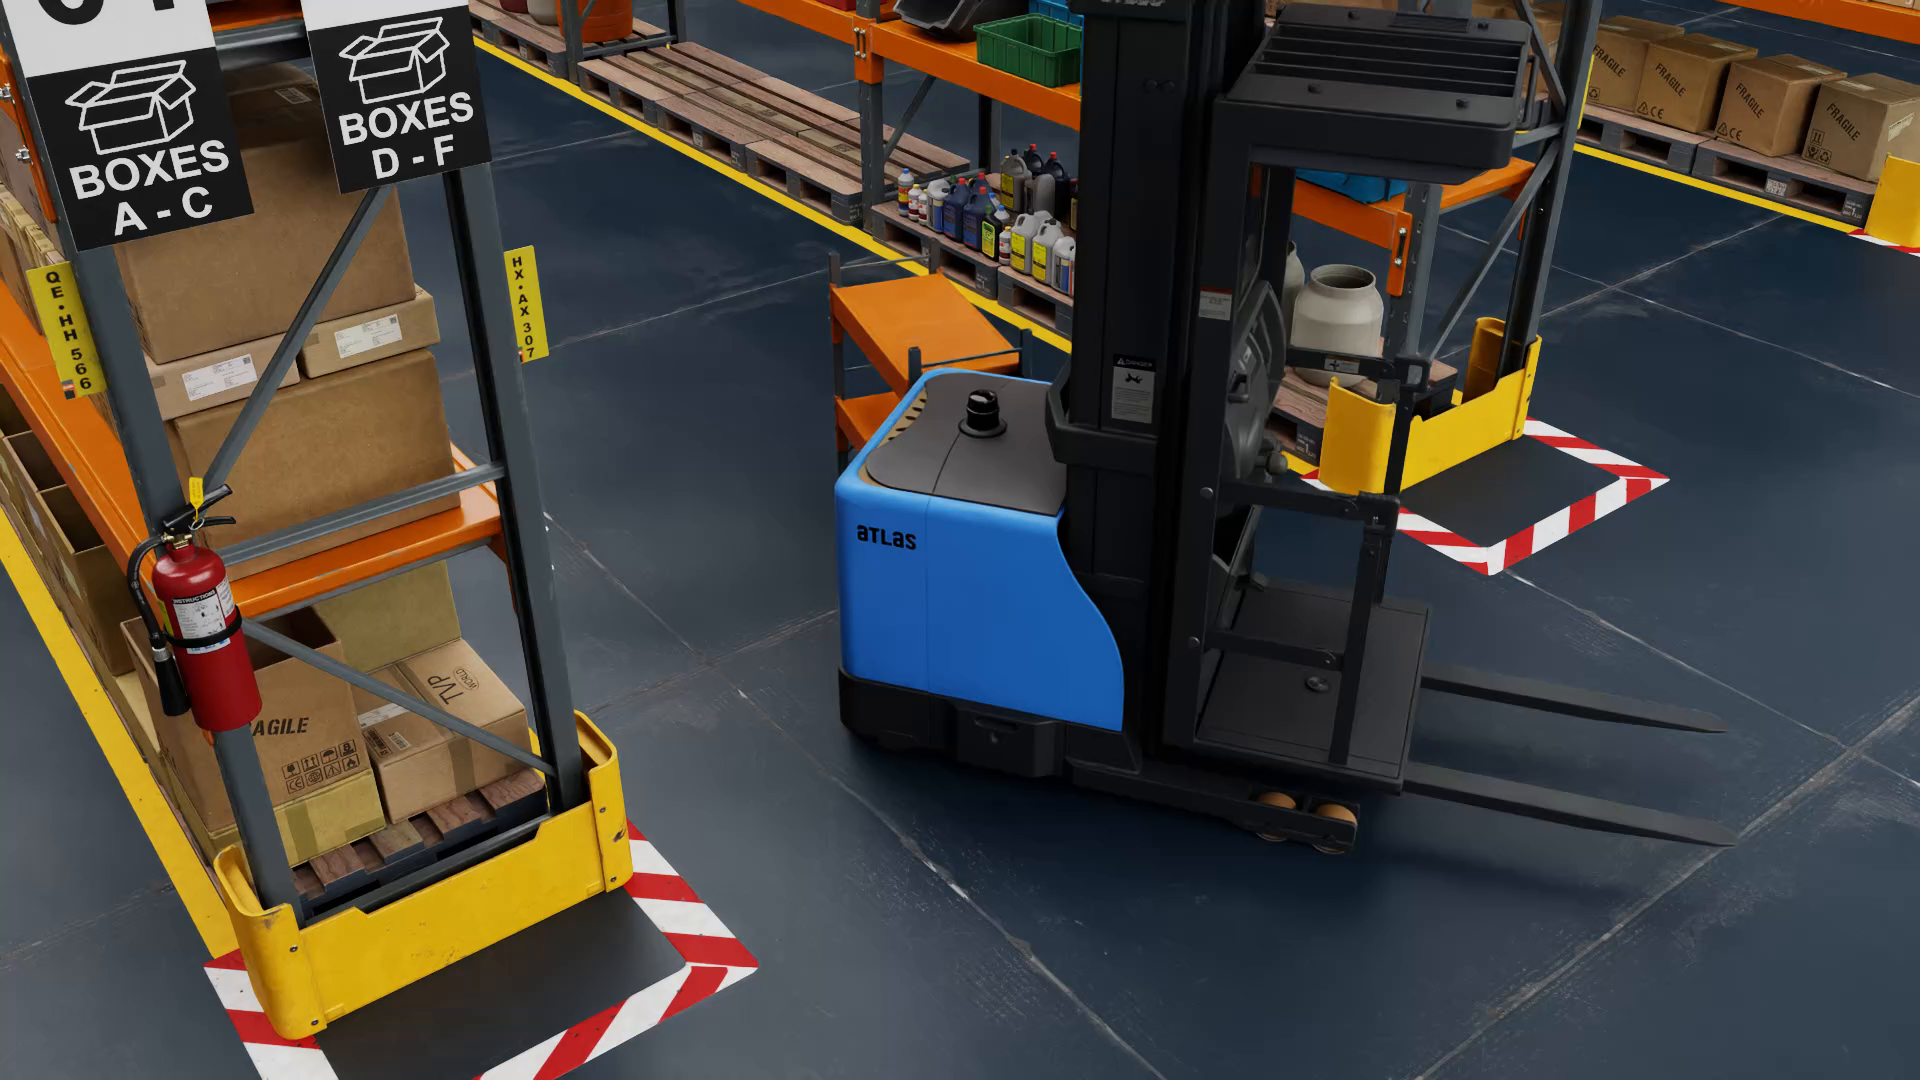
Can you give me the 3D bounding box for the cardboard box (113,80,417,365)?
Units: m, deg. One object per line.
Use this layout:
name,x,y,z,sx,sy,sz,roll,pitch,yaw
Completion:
cardboard box,-1.941,-0.876,4.493,0.700,0.500,0.500,-22,38,-31

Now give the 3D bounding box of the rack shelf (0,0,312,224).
rack shelf,-2.859,-1.864,5.247,1.077,0.370,4.000,-22,38,-31

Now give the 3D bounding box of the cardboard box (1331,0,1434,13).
cardboard box,3.382,-4.320,13.315,0.700,0.500,0.500,-26,40,-35

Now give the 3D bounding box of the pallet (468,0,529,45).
pallet,-3.884,-4.635,14.513,1.003,0.211,1.213,-22,38,-31

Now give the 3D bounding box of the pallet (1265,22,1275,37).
pallet,3.263,-4.072,13.605,1.003,0.211,1.213,-22,38,-31

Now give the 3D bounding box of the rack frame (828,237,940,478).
rack frame,-0.326,-0.789,7.454,0.500,1.125,0.032,-12,34,-18

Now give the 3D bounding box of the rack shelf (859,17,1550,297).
rack shelf,1.056,-2.191,8.616,1.077,0.370,4.000,-22,38,-31

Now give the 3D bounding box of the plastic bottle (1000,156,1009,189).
plastic bottle,0.298,-2.277,10.309,0.097,0.201,0.097,0,32,0

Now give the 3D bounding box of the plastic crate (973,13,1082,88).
plastic crate,0.439,-2.583,8.766,0.450,0.188,0.662,-22,38,-31

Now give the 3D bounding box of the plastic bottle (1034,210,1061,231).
plastic bottle,0.475,-1.691,9.295,0.152,0.276,0.135,-22,38,-31

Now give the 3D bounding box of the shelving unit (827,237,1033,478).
shelving unit,-0.142,-0.539,7.052,0.538,1.125,1.048,-12,34,-18

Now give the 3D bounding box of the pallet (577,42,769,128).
pallet,-2.179,-3.477,12.648,1.003,0.211,1.213,-22,38,-31

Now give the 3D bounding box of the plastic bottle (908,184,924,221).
plastic bottle,-0.259,-2.011,9.880,0.097,0.201,0.097,0,32,0

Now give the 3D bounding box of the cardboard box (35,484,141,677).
cardboard box,-2.821,0.070,5.791,0.500,0.500,0.500,-22,38,-31

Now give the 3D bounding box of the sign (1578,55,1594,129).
sign,2.720,-1.956,7.295,0.100,0.325,0.005,-22,38,-31

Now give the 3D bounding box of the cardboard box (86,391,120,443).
cardboard box,-2.535,-0.729,5.486,0.700,0.500,0.500,-22,38,-31

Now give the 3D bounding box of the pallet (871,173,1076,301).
pallet,0.208,-1.852,10.031,1.003,0.211,1.213,-22,38,-31

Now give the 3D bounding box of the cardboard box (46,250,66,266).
cardboard box,-2.488,-0.798,4.982,0.380,0.149,0.250,-22,38,-31

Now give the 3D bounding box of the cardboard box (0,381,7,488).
cardboard box,-3.736,-0.557,6.801,0.500,0.500,0.500,-22,38,-31

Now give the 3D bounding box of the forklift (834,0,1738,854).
forklift,1.137,-0.511,5.295,3.031,2.935,1.130,10,33,16

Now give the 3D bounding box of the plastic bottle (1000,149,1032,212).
plastic bottle,0.338,-2.169,9.994,0.144,0.351,0.185,-22,38,-31

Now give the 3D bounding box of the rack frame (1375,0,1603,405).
rack frame,2.282,-1.663,7.084,1.000,3.000,0.127,-22,38,-31

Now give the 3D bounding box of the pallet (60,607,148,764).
pallet,-2.879,0.310,6.551,1.003,0.211,1.213,-22,38,-31

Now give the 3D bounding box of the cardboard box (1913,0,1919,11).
cardboard box,5.857,-3.210,9.814,0.380,0.149,0.250,-22,38,-31

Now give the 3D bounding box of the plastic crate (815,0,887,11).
plastic crate,-0.709,-3.460,9.917,0.402,0.464,0.583,-22,38,-31

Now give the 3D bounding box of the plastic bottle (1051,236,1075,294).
plastic bottle,0.592,-1.488,8.967,0.152,0.276,0.135,-23,39,-33

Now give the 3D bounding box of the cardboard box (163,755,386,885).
cardboard box,-2.195,0.800,5.327,0.500,0.250,0.500,-22,38,-31

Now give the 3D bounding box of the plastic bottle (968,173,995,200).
plastic bottle,0.111,-1.967,9.668,0.144,0.351,0.185,-22,38,-31

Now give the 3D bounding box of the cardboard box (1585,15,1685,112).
cardboard box,4.756,-3.399,11.851,0.500,0.500,0.500,-26,40,-35

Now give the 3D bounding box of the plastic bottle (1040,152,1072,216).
plastic bottle,0.570,-2.136,9.940,0.144,0.351,0.185,-24,39,-34

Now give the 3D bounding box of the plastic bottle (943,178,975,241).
plastic bottle,-0.003,-1.921,9.593,0.144,0.351,0.185,-21,38,-30

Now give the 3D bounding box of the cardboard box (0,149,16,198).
cardboard box,-2.885,-1.512,5.517,0.700,0.500,0.500,-22,38,-31

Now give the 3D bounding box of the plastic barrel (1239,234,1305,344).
plastic barrel,1.511,-1.243,8.368,0.421,0.512,0.421,0,32,0

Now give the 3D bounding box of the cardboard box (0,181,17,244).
cardboard box,-2.970,-1.123,5.505,0.380,0.149,0.250,-23,38,-32

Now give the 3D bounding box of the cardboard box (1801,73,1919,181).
cardboard box,5.825,-2.647,10.640,0.500,0.500,0.500,-15,35,-23

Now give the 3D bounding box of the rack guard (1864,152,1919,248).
rack guard,6.148,-2.235,10.374,1.175,0.500,0.348,-22,38,-31

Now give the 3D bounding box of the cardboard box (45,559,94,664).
cardboard box,-3.124,0.179,6.327,0.500,0.250,0.500,-22,38,-31

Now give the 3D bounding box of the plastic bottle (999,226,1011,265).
plastic bottle,0.268,-1.653,9.304,0.097,0.201,0.097,0,32,0

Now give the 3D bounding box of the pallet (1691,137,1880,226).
pallet,5.678,-2.462,11.014,1.003,0.211,1.213,-22,38,-31

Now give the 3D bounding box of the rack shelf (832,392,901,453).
rack shelf,-0.142,-0.331,7.181,0.538,0.278,1.000,-12,34,-18

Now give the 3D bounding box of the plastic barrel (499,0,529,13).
plastic barrel,-3.629,-4.820,14.055,0.600,0.588,0.708,-22,38,-31

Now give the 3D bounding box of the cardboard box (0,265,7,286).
cardboard box,-3.480,-1.370,6.519,0.700,0.500,0.500,-23,38,-32
